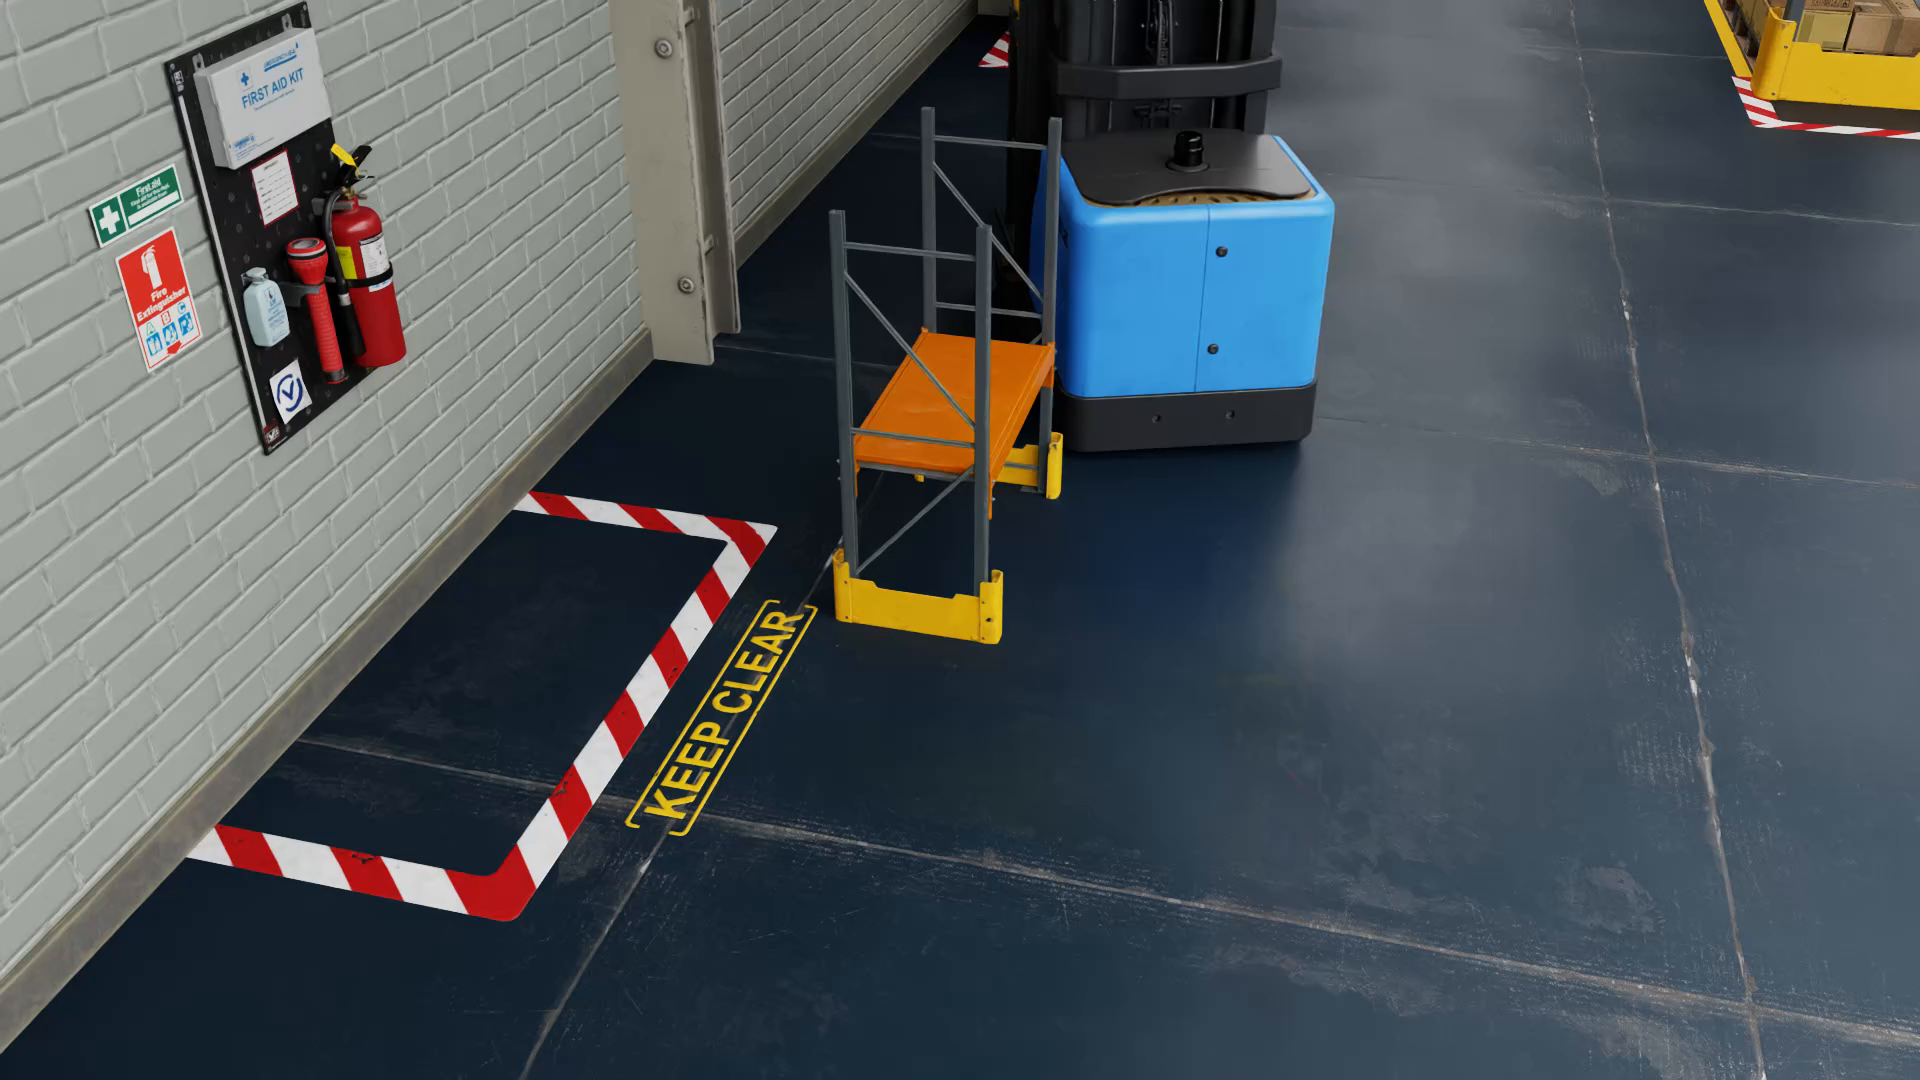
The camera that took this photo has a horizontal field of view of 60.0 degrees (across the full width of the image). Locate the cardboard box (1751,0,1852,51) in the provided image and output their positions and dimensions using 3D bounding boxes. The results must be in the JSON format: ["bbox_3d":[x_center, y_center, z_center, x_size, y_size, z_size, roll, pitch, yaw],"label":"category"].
[{"bbox_3d":[5.600,-3.471,11.086,0.500,0.250,0.500,8,33,12],"label":"cardboard box"}]

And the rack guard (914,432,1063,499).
[{"bbox_3d":[0.107,-0.324,6.527,0.587,0.250,0.087,8,33,12],"label":"rack guard"}]

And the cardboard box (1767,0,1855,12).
[{"bbox_3d":[5.598,-3.788,10.885,0.500,0.500,0.500,8,33,12],"label":"cardboard box"}]

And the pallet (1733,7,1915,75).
[{"bbox_3d":[5.903,-3.361,11.341,1.003,0.211,1.213,8,33,12],"label":"pallet"}]

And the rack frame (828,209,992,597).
[{"bbox_3d":[-0.151,-0.325,5.363,0.500,1.500,0.032,8,33,12],"label":"rack frame"}]

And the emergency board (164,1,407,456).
[{"bbox_3d":[-1.889,-0.898,4.867,0.194,1.169,0.643,8,33,12],"label":"emergency board"}]

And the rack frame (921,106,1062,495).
[{"bbox_3d":[0.107,-0.852,6.193,0.500,1.500,0.032,8,33,12],"label":"rack frame"}]

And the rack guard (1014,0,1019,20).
[{"bbox_3d":[0.976,-3.793,11.750,1.175,0.500,0.348,8,33,12],"label":"rack guard"}]

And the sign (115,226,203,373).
[{"bbox_3d":[-2.129,-0.641,4.428,0.001,0.329,0.234,8,33,12],"label":"sign"}]

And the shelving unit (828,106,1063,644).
[{"bbox_3d":[-0.019,-0.593,5.785,0.587,1.500,1.083,8,33,12],"label":"shelving unit"}]

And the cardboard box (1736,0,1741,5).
[{"bbox_3d":[5.840,-3.992,11.905,0.500,0.250,0.500,8,33,12],"label":"cardboard box"}]

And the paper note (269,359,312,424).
[{"bbox_3d":[-2.000,-0.444,4.974,0.016,0.148,0.142,8,33,12],"label":"paper note"}]

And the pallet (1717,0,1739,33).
[{"bbox_3d":[6.215,-3.993,12.334,1.003,0.211,1.213,8,33,12],"label":"pallet"}]

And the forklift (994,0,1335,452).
[{"bbox_3d":[0.763,-2.360,7.231,1.130,2.935,3.031,-3,33,-5],"label":"forklift"}]

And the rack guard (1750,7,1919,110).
[{"bbox_3d":[5.743,-3.068,10.611,1.175,0.500,0.348,8,33,12],"label":"rack guard"}]

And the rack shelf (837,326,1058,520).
[{"bbox_3d":[-0.022,-0.437,5.874,0.538,0.185,1.000,8,33,12],"label":"rack shelf"}]

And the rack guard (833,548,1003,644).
[{"bbox_3d":[-0.146,0.192,5.714,0.587,0.250,0.087,8,33,12],"label":"rack guard"}]

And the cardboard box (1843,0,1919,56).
[{"bbox_3d":[6.101,-3.401,10.975,0.500,0.250,0.500,8,33,12],"label":"cardboard box"}]

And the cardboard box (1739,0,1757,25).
[{"bbox_3d":[5.715,-3.732,11.496,0.500,0.250,0.500,8,33,12],"label":"cardboard box"}]

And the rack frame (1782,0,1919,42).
[{"bbox_3d":[5.750,-4.136,9.959,1.000,3.000,0.127,8,33,12],"label":"rack frame"}]

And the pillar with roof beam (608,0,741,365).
[{"bbox_3d":[2.939,-4.121,4.345,9.100,9.000,0.400,8,33,12],"label":"pillar with roof beam"}]

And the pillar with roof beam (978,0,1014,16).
[{"bbox_3d":[4.462,-7.235,9.243,9.100,9.000,0.400,8,33,12],"label":"pillar with roof beam"}]

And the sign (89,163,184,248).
[{"bbox_3d":[-2.119,-0.865,4.288,0.001,0.109,0.331,8,33,12],"label":"sign"}]
